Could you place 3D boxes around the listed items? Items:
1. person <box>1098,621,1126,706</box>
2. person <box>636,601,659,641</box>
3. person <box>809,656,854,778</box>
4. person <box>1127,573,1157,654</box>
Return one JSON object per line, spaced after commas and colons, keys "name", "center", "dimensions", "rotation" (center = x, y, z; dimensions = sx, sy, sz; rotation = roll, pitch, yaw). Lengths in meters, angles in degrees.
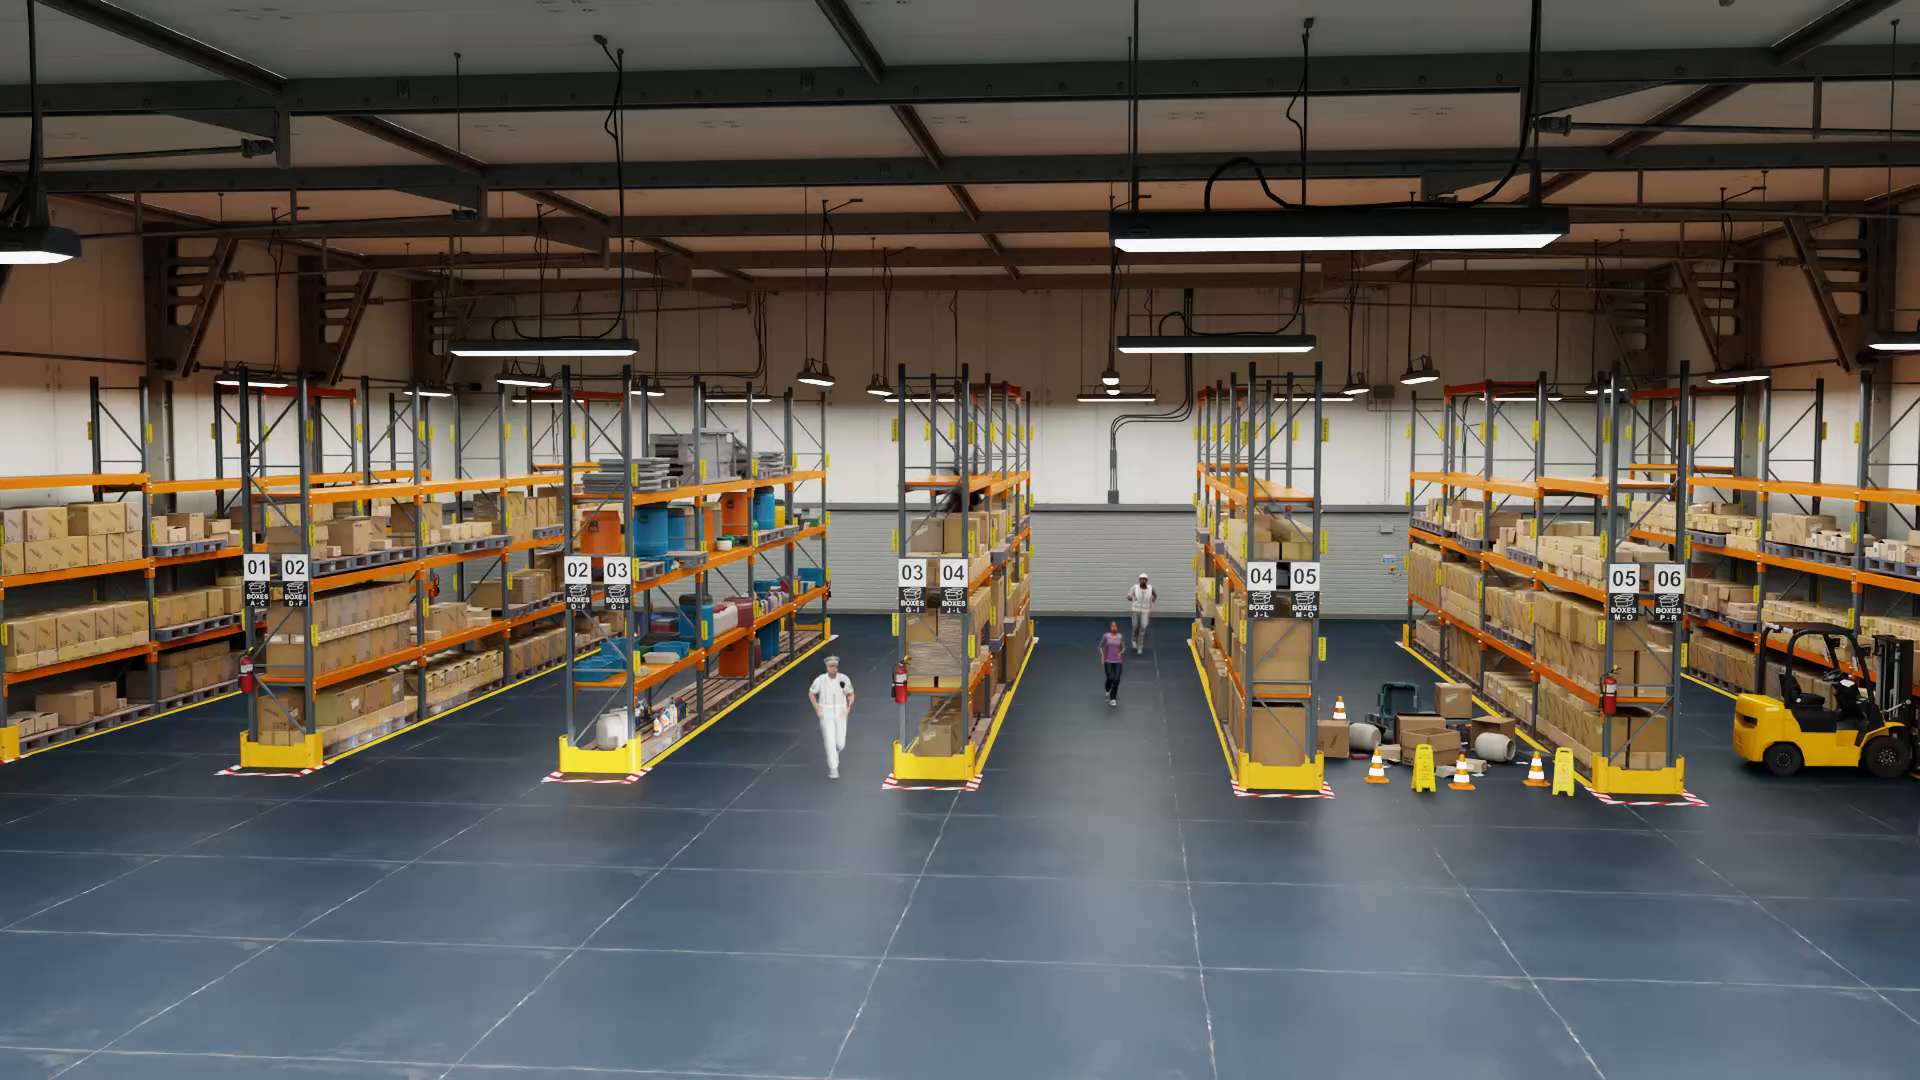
{"name": "person", "center": [2.805, 2.271, 30.551], "dimensions": [0.503, 1.546, 0.493], "rotation": [0, 4, -2]}
{"name": "person", "center": [-6.203, 2.043, 33.135], "dimensions": [0.581, 1.622, 0.895], "rotation": [1, 4, 9]}
{"name": "person", "center": [-1.889, 2.568, 24.488], "dimensions": [0.668, 1.767, 0.738], "rotation": [-1, 4, -13]}
{"name": "person", "center": [4.155, 1.675, 38.040], "dimensions": [0.678, 1.836, 0.809], "rotation": [0, 4, 6]}
